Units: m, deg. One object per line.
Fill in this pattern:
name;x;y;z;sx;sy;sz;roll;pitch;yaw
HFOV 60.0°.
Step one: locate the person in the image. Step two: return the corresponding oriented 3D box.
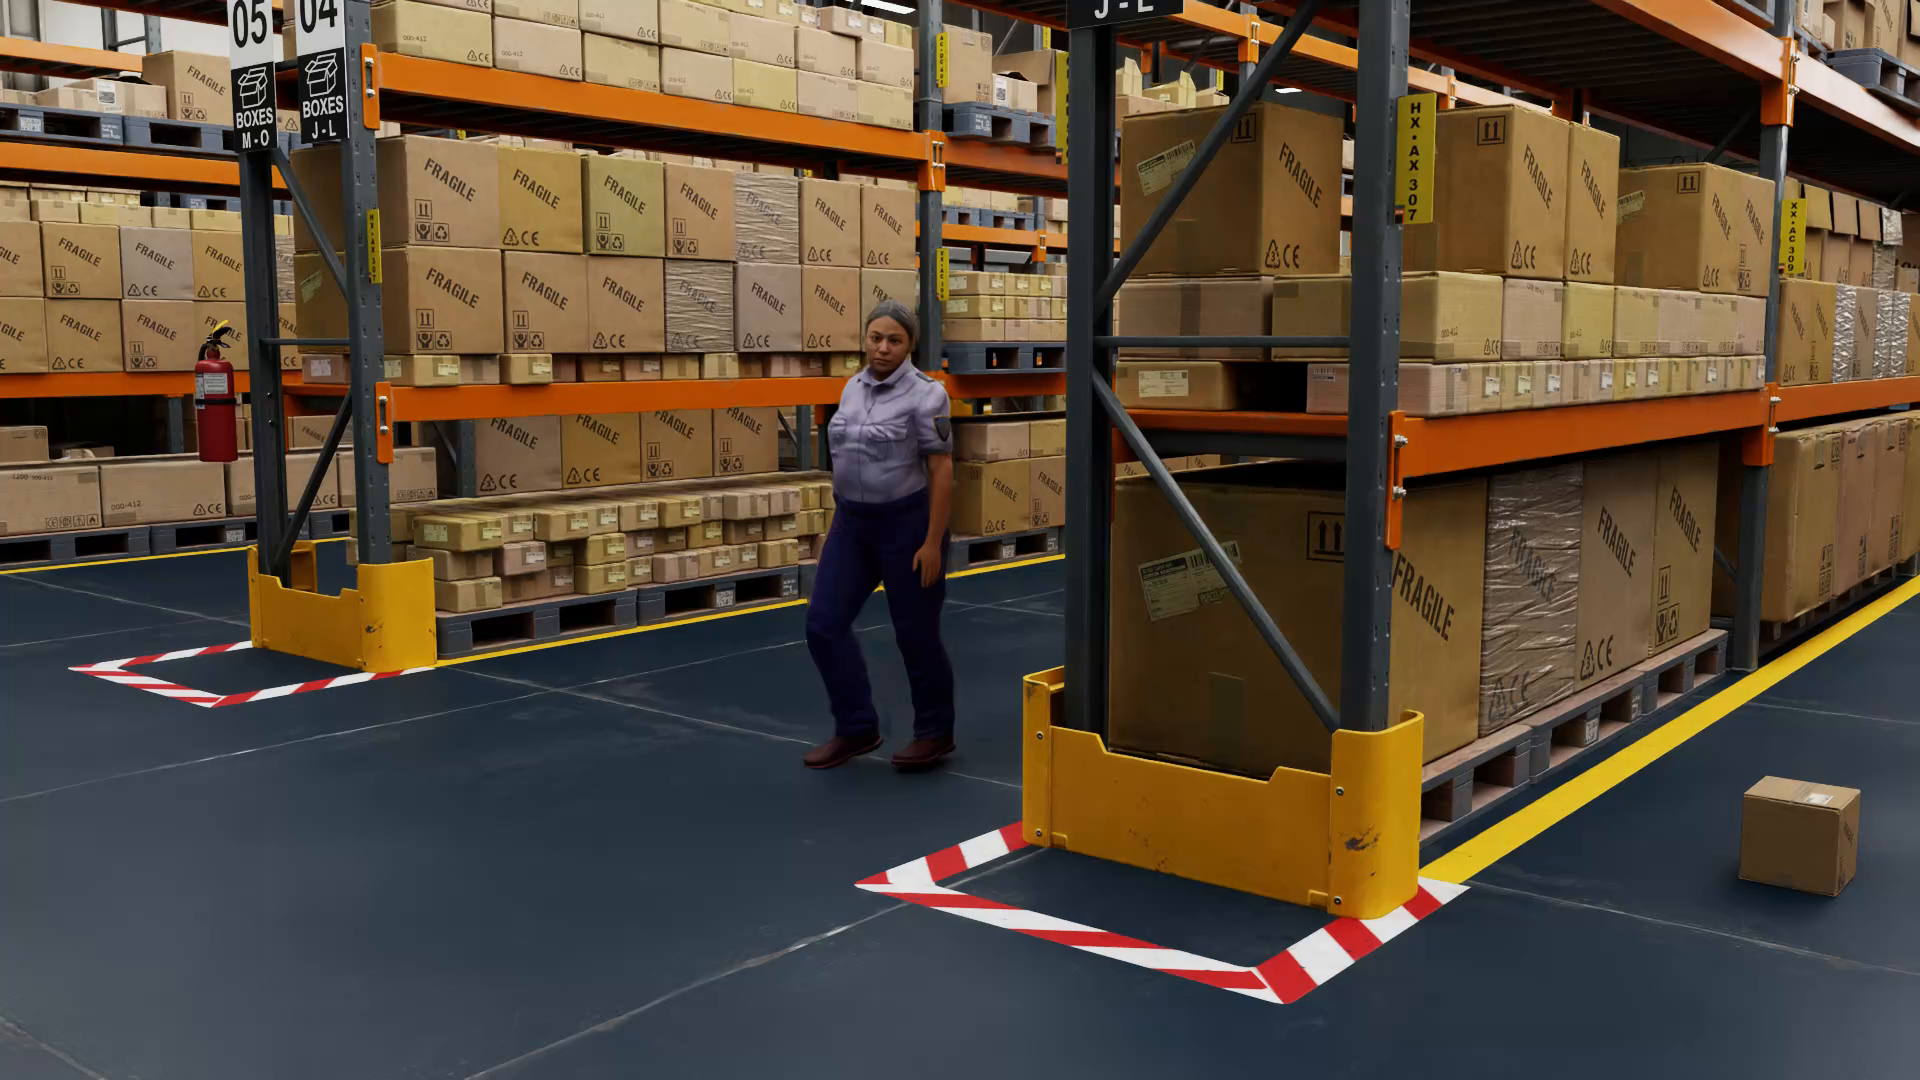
person;-0.239;-0.001;5.824;0.579;1.661;0.503;5;8;37
